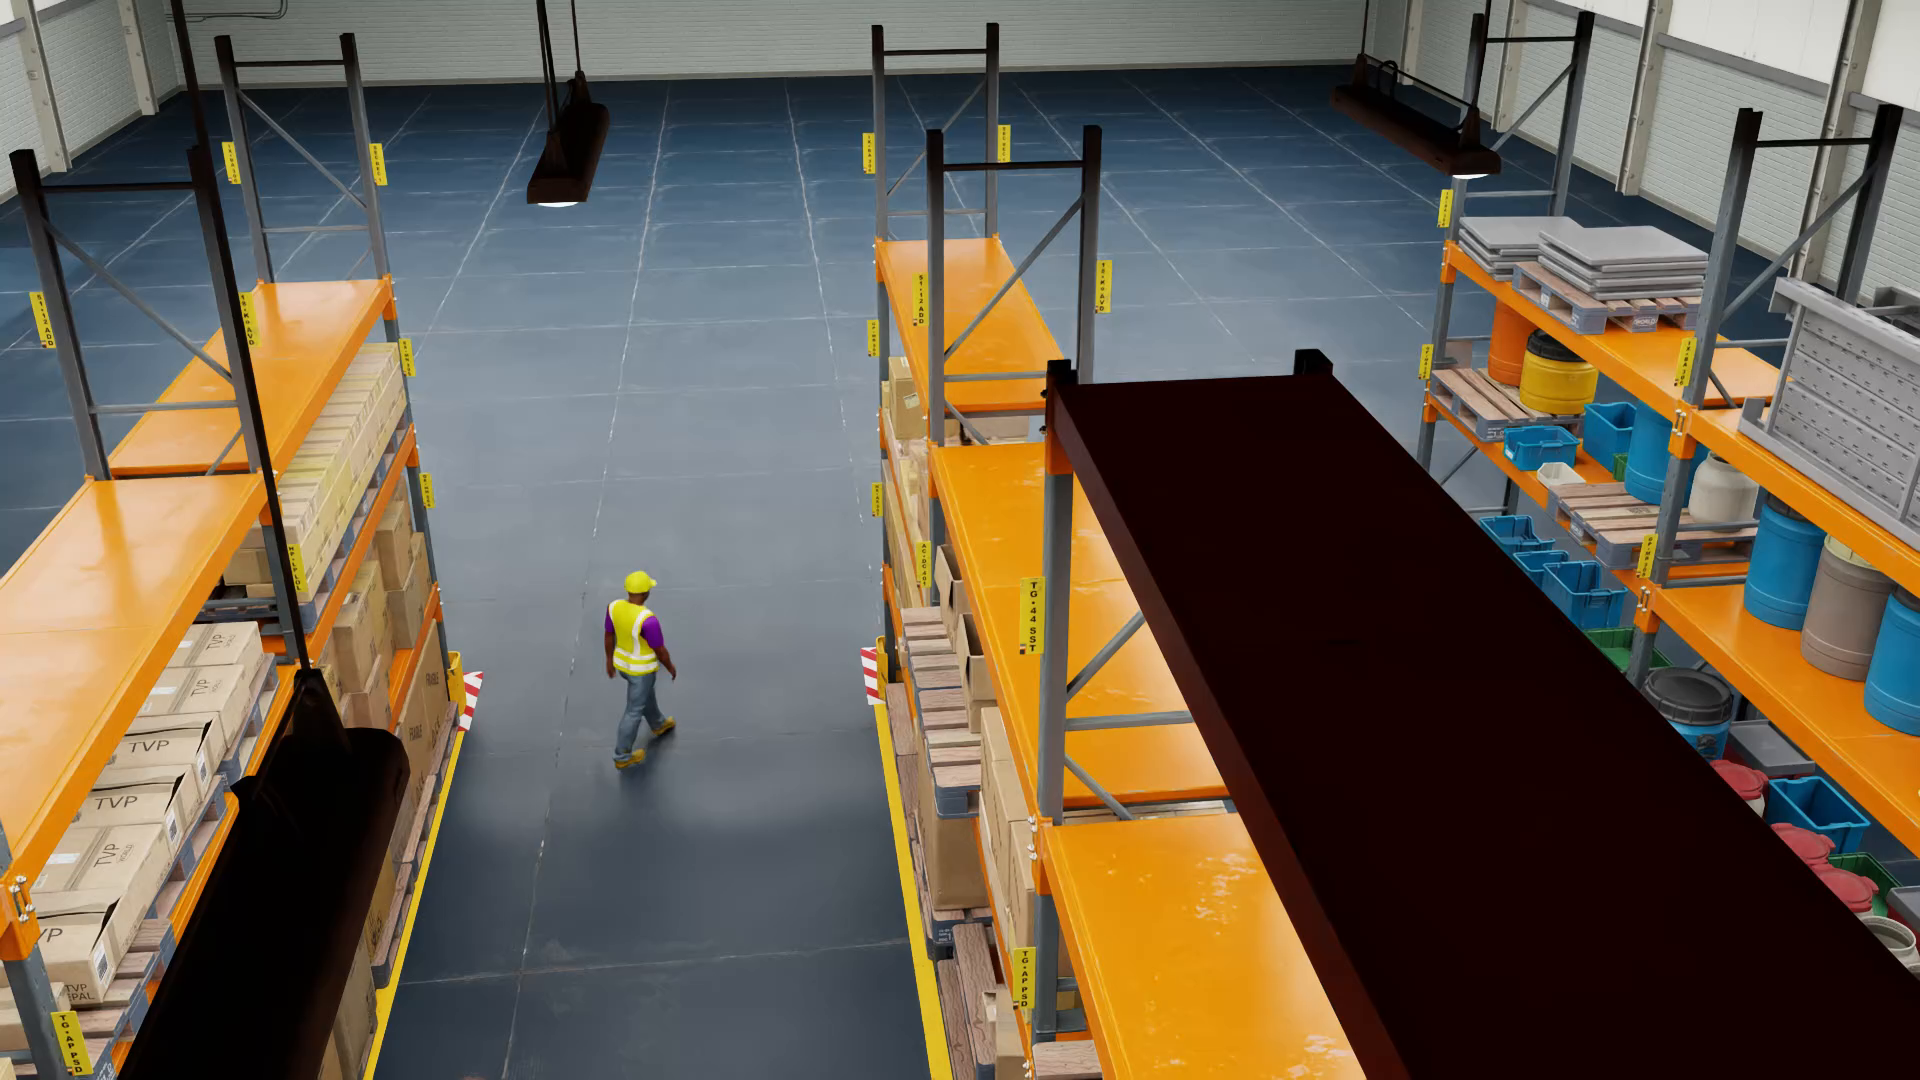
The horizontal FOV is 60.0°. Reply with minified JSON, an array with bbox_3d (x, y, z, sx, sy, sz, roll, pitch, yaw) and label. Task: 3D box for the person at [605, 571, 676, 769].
[{"bbox_3d":[-2.711,1.055,14.244,0.594,1.742,0.868,22,33,38],"label":"person"}]
